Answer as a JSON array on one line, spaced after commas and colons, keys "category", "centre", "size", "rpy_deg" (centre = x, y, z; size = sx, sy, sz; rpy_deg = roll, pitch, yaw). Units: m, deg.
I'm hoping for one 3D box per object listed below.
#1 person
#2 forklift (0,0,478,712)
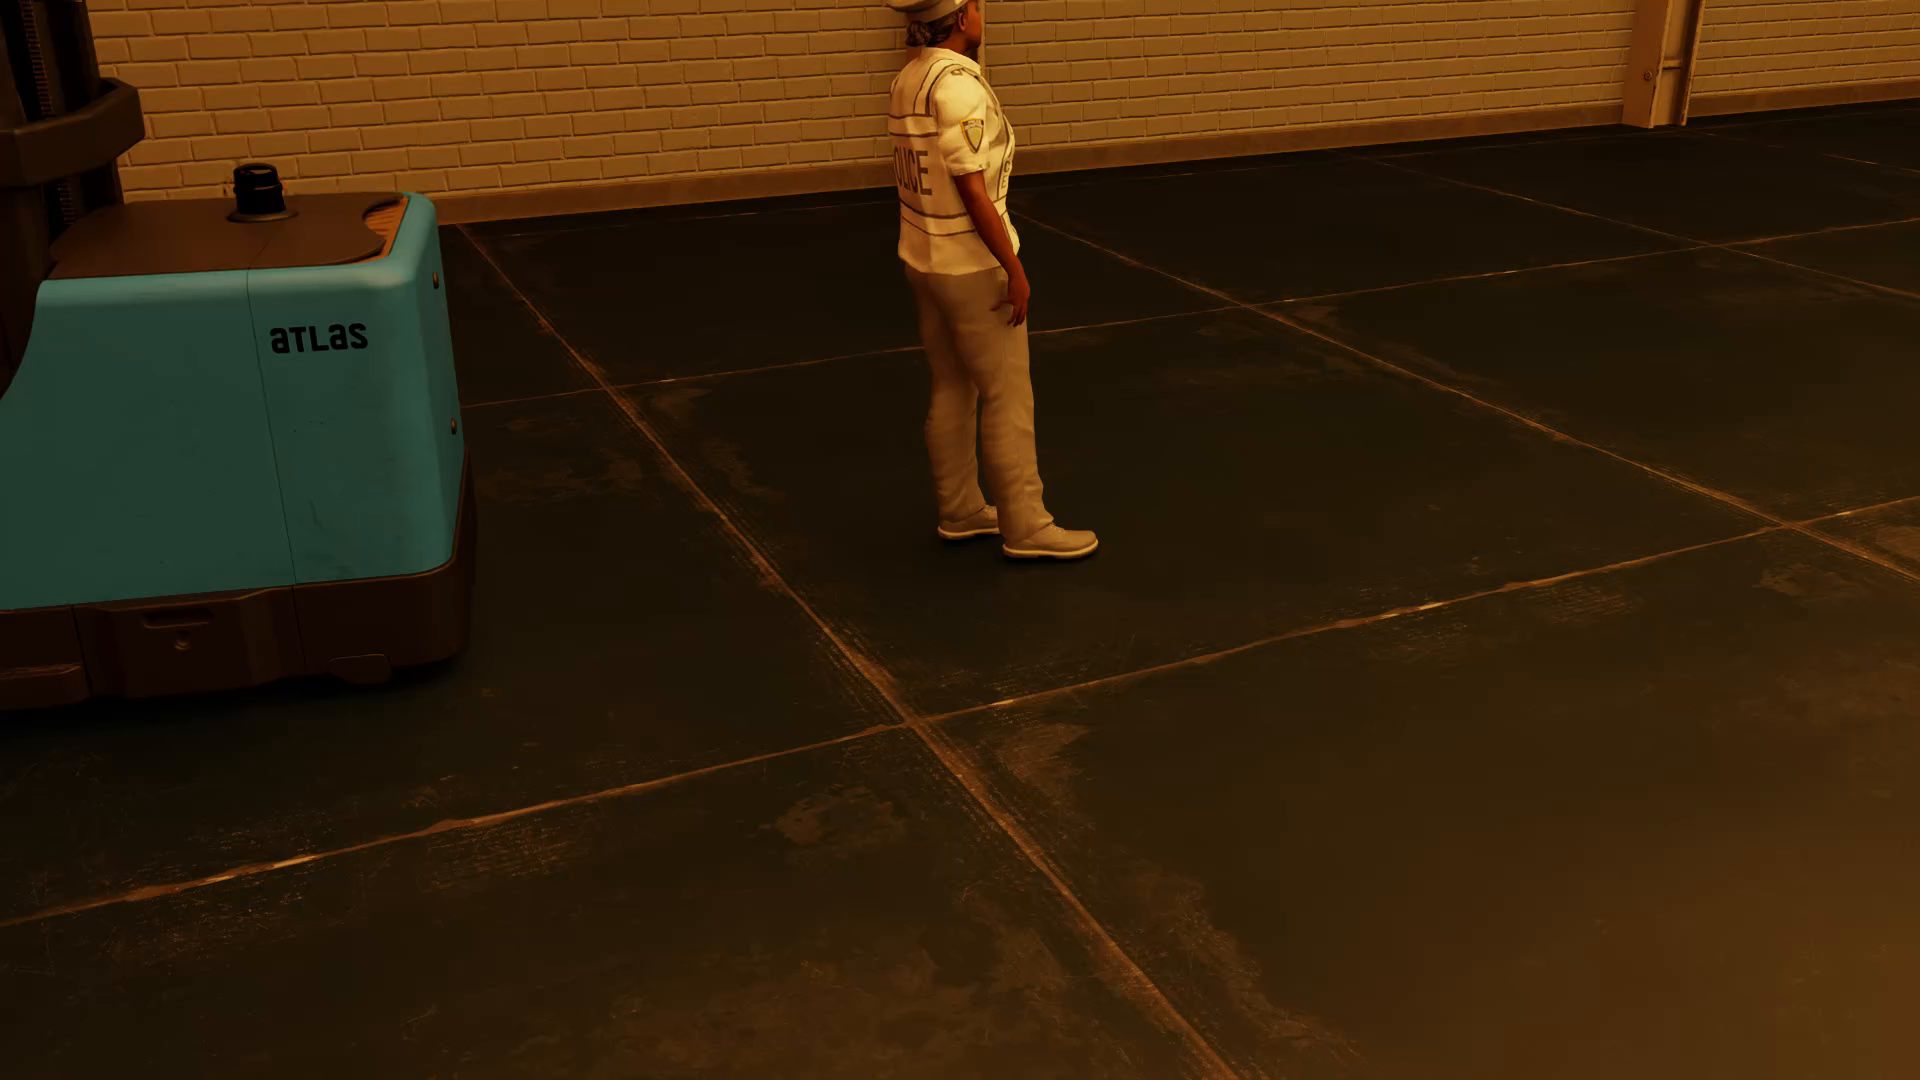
[{"category": "person", "centre": [0.076, -0.795, 4.792], "size": [0.528, 1.697, 0.570], "rpy_deg": [-10, 25, -23]}, {"category": "forklift", "centre": [-2.841, -1.048, 3.810], "size": [3.031, 2.935, 1.130], "rpy_deg": [-5, 23, -12]}]
